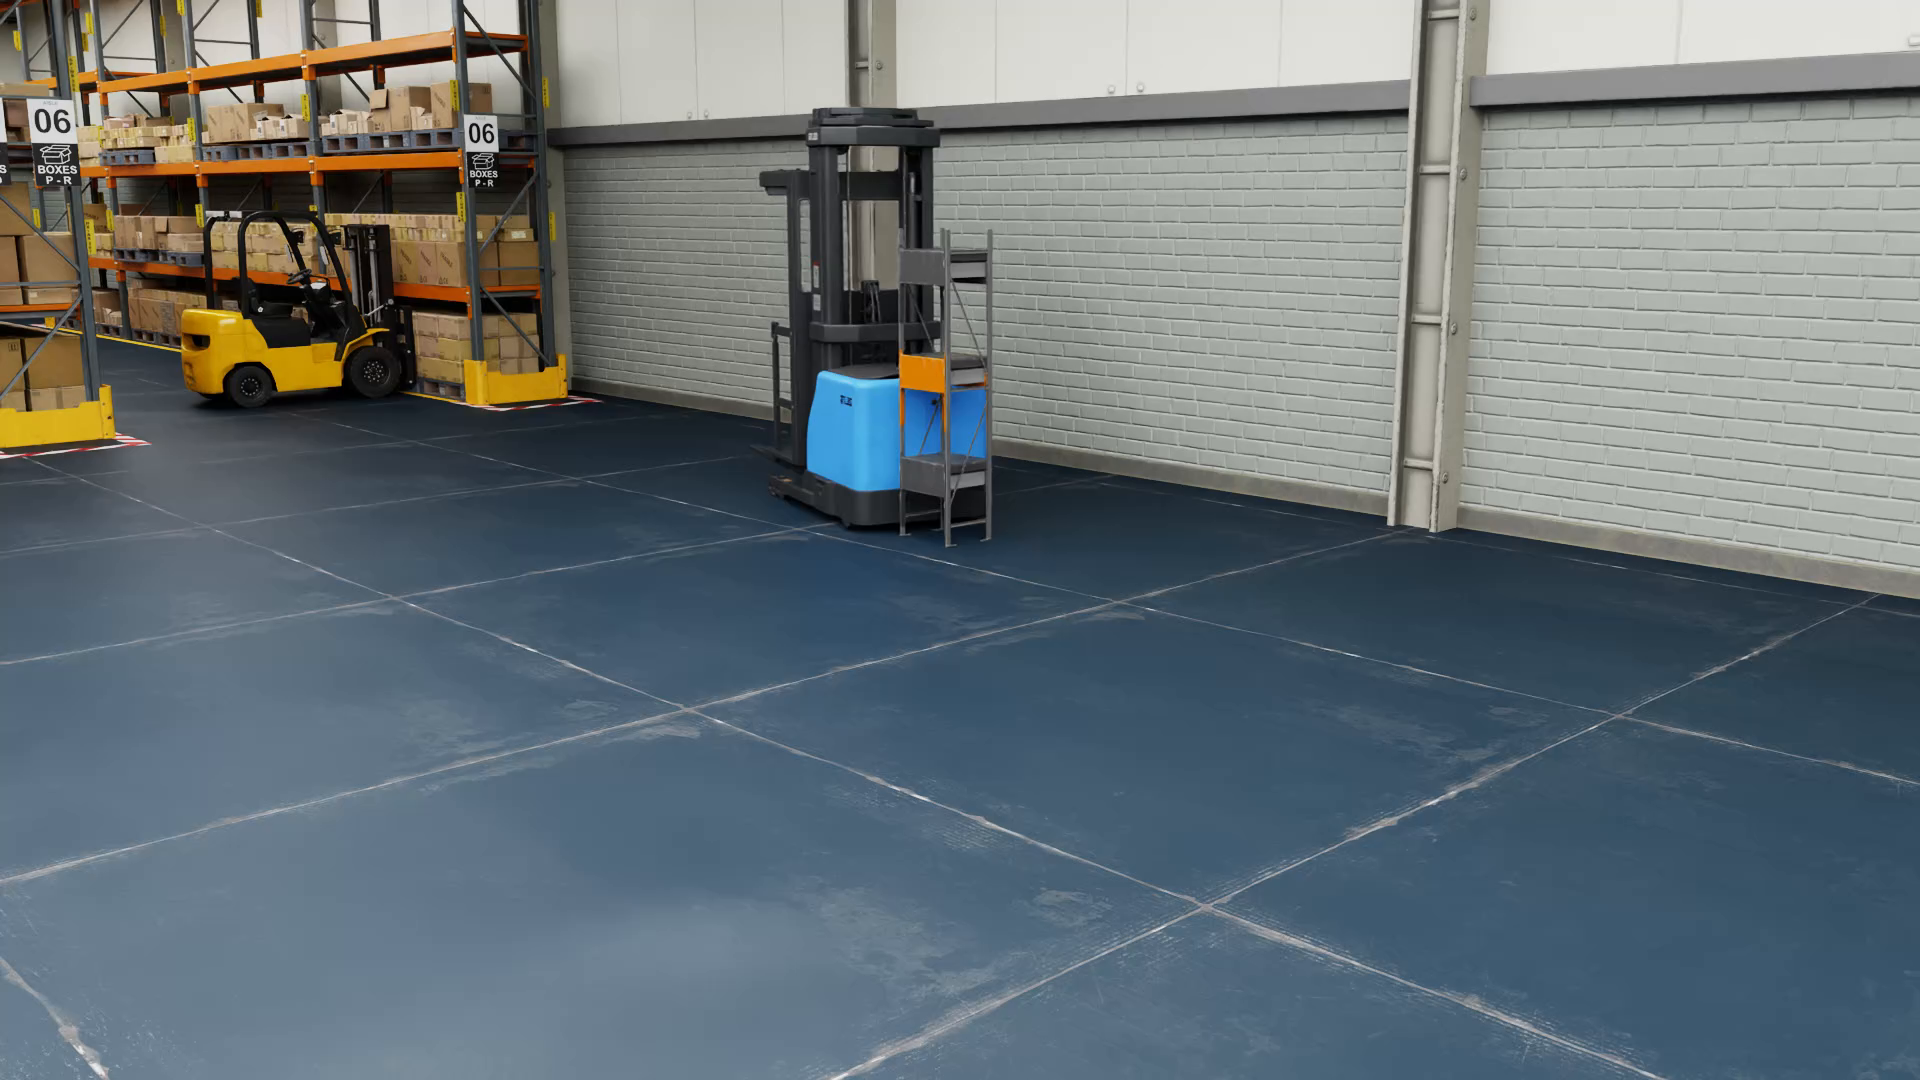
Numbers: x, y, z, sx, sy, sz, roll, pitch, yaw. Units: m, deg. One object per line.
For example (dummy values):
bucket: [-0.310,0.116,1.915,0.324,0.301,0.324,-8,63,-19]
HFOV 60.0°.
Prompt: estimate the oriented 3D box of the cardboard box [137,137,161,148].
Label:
cardboard box: [-12.434,-6.128,25.624,0.380,0.149,0.250,-10,16,-41]

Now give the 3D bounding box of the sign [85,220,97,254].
sign: [-8.341,-2.903,15.925,0.100,0.325,0.005,-11,16,-43]

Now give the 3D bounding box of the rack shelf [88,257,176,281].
rack shelf: [-14.814,-4.787,28.995,1.077,0.370,4.000,-11,16,-43]

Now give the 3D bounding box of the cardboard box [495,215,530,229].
cardboard box: [-5.223,-3.687,19.282,0.380,0.149,0.250,-11,16,-44]

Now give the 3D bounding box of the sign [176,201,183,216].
sign: [-13.034,-5.492,27.767,0.100,0.325,0.005,-11,16,-43]

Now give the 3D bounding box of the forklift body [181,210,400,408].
forklift body: [-7.774,-2.703,19.200,2.313,2.155,1.214,-11,16,-43]

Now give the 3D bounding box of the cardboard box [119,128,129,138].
cardboard box: [-12.966,-6.383,26.124,0.380,0.149,0.250,-11,16,-43]

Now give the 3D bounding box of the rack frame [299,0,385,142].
rack frame: [-7.908,-6.618,21.233,1.000,3.000,0.127,-11,16,-43]

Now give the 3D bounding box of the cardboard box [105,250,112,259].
cardboard box: [-14.031,-4.771,27.756,0.380,0.149,0.250,-10,16,-41]

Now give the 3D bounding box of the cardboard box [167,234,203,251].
cardboard box: [-11.633,-4.505,25.173,0.500,0.250,0.500,11,16,42]

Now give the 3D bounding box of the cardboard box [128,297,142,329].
cardboard box: [-13.261,-3.727,27.221,0.500,0.500,0.500,-10,15,-40]

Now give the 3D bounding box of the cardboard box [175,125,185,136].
cardboard box: [-11.447,-6.094,24.770,0.250,0.149,0.380,11,16,43]

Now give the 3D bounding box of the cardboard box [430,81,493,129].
cardboard box: [-5.627,-4.899,18.789,0.500,0.500,0.500,-10,15,-41]

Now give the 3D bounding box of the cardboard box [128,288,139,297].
cardboard box: [-13.377,-4.057,27.216,0.380,0.149,0.250,-10,15,-40]

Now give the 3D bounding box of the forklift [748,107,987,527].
forklift: [-0.868,-1.780,12.787,1.130,2.935,3.031,-5,13,-24]

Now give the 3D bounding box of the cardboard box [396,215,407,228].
cardboard box: [-6.499,-3.804,19.847,0.380,0.149,0.250,-10,16,-41]

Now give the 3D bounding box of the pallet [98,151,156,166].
pallet: [-13.033,-6.119,26.713,1.213,0.211,1.003,-11,16,-43]

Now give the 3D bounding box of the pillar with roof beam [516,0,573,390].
pillar with roof beam: [-8.088,-5.662,16.591,9.100,9.000,0.400,-11,16,-43]

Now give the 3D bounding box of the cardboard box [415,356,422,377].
cardboard box: [-6.374,-2.128,20.079,0.500,0.250,0.500,-11,16,-42]

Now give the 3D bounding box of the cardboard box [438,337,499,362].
cardboard box: [-5.708,-2.227,19.323,0.500,0.250,0.500,-11,16,-43]

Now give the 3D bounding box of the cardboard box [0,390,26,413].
cardboard box: [-9.502,-1.347,16.288,0.500,0.250,0.500,-11,16,-43]

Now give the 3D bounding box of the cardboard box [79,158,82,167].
cardboard box: [-14.749,-6.397,28.215,0.380,0.149,0.250,-11,16,-42]

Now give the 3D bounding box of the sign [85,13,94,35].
sign: [-13.838,-8.209,26.444,0.100,0.325,0.005,-11,16,-43]

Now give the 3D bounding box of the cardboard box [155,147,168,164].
cardboard box: [-11.894,-5.847,25.294,0.500,0.250,0.500,-11,16,-43]

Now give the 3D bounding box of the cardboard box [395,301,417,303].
cardboard box: [-7.428,-2.984,21.755,0.500,0.250,0.500,-10,16,-41]

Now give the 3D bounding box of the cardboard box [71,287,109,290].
cardboard box: [-15.841,-4.312,30.051,0.637,0.503,0.797,11,16,43]

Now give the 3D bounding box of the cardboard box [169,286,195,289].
cardboard box: [-12.784,-4.095,27.402,0.380,0.149,0.250,-11,16,-43]

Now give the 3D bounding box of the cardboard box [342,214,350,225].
cardboard box: [-7.643,-4.081,21.194,0.380,0.149,0.250,-11,16,-42]

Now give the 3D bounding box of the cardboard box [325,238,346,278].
cardboard box: [-7.790,-3.628,21.338,0.500,0.500,0.500,11,16,44]

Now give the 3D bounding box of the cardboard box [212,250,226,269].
cardboard box: [-10.540,-4.091,24.208,0.500,0.250,0.500,-11,16,-42]

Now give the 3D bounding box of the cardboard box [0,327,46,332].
cardboard box: [-9.812,-1.940,17.308,0.500,0.500,0.500,-10,16,-41]

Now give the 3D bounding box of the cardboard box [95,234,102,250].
cardboard box: [-14.317,-5.031,28.031,0.500,0.250,0.500,-11,16,-42]

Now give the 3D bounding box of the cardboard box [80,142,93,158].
cardboard box: [-14.313,-6.499,27.722,0.500,0.250,0.500,11,16,43]

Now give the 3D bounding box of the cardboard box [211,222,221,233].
cardboard box: [-10.663,-4.543,24.172,0.380,0.149,0.250,-10,15,-41]

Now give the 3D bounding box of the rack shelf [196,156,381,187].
rack shelf: [-9.289,-5.088,23.025,1.077,0.370,4.000,-11,16,-43]

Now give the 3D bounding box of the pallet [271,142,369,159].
pallet: [-8.526,-5.182,22.171,1.217,0.209,0.805,11,16,43]

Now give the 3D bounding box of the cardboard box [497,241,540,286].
cardboard box: [-5.287,-3.256,19.534,0.500,0.500,0.500,-10,15,-41]

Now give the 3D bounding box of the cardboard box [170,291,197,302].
cardboard box: [-12.090,-3.797,25.953,0.250,0.149,0.380,11,16,42]

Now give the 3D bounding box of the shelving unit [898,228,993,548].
shelving unit: [-0.099,-1.037,11.243,0.431,2.100,0.503,-10,15,-39]

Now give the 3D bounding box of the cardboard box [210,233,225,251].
cardboard box: [-10.558,-4.333,24.140,0.500,0.250,0.500,-11,16,-43]

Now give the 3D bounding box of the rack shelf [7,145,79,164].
rack shelf: [-10.114,-3.812,16.832,1.077,0.370,4.000,-11,16,-43]

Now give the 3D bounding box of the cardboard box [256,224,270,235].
cardboard box: [-9.447,-4.276,22.875,0.250,0.149,0.380,11,16,44]

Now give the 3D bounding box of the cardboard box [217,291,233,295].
cardboard box: [-11.535,-3.834,26.133,0.380,0.149,0.250,-11,16,-44]

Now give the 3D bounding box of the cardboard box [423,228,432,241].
cardboard box: [-6.083,-3.592,19.555,0.380,0.149,0.250,-11,16,-43]

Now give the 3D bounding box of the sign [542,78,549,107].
sign: [-4.740,-5.108,18.977,0.100,0.325,0.005,-11,16,-43]

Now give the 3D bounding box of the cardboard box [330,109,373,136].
cardboard box: [-7.510,-5.205,20.738,0.500,0.311,0.500,-10,16,-41]

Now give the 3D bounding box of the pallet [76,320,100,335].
pallet: [-14.753,-3.760,29.139,1.003,0.211,1.213,-11,16,-43]

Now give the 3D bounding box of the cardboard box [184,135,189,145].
cardboard box: [-11.254,-5.913,24.630,0.250,0.149,0.380,11,16,44]

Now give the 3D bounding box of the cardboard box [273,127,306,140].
cardboard box: [-8.887,-5.399,22.082,0.380,0.149,0.250,-11,16,-43]
